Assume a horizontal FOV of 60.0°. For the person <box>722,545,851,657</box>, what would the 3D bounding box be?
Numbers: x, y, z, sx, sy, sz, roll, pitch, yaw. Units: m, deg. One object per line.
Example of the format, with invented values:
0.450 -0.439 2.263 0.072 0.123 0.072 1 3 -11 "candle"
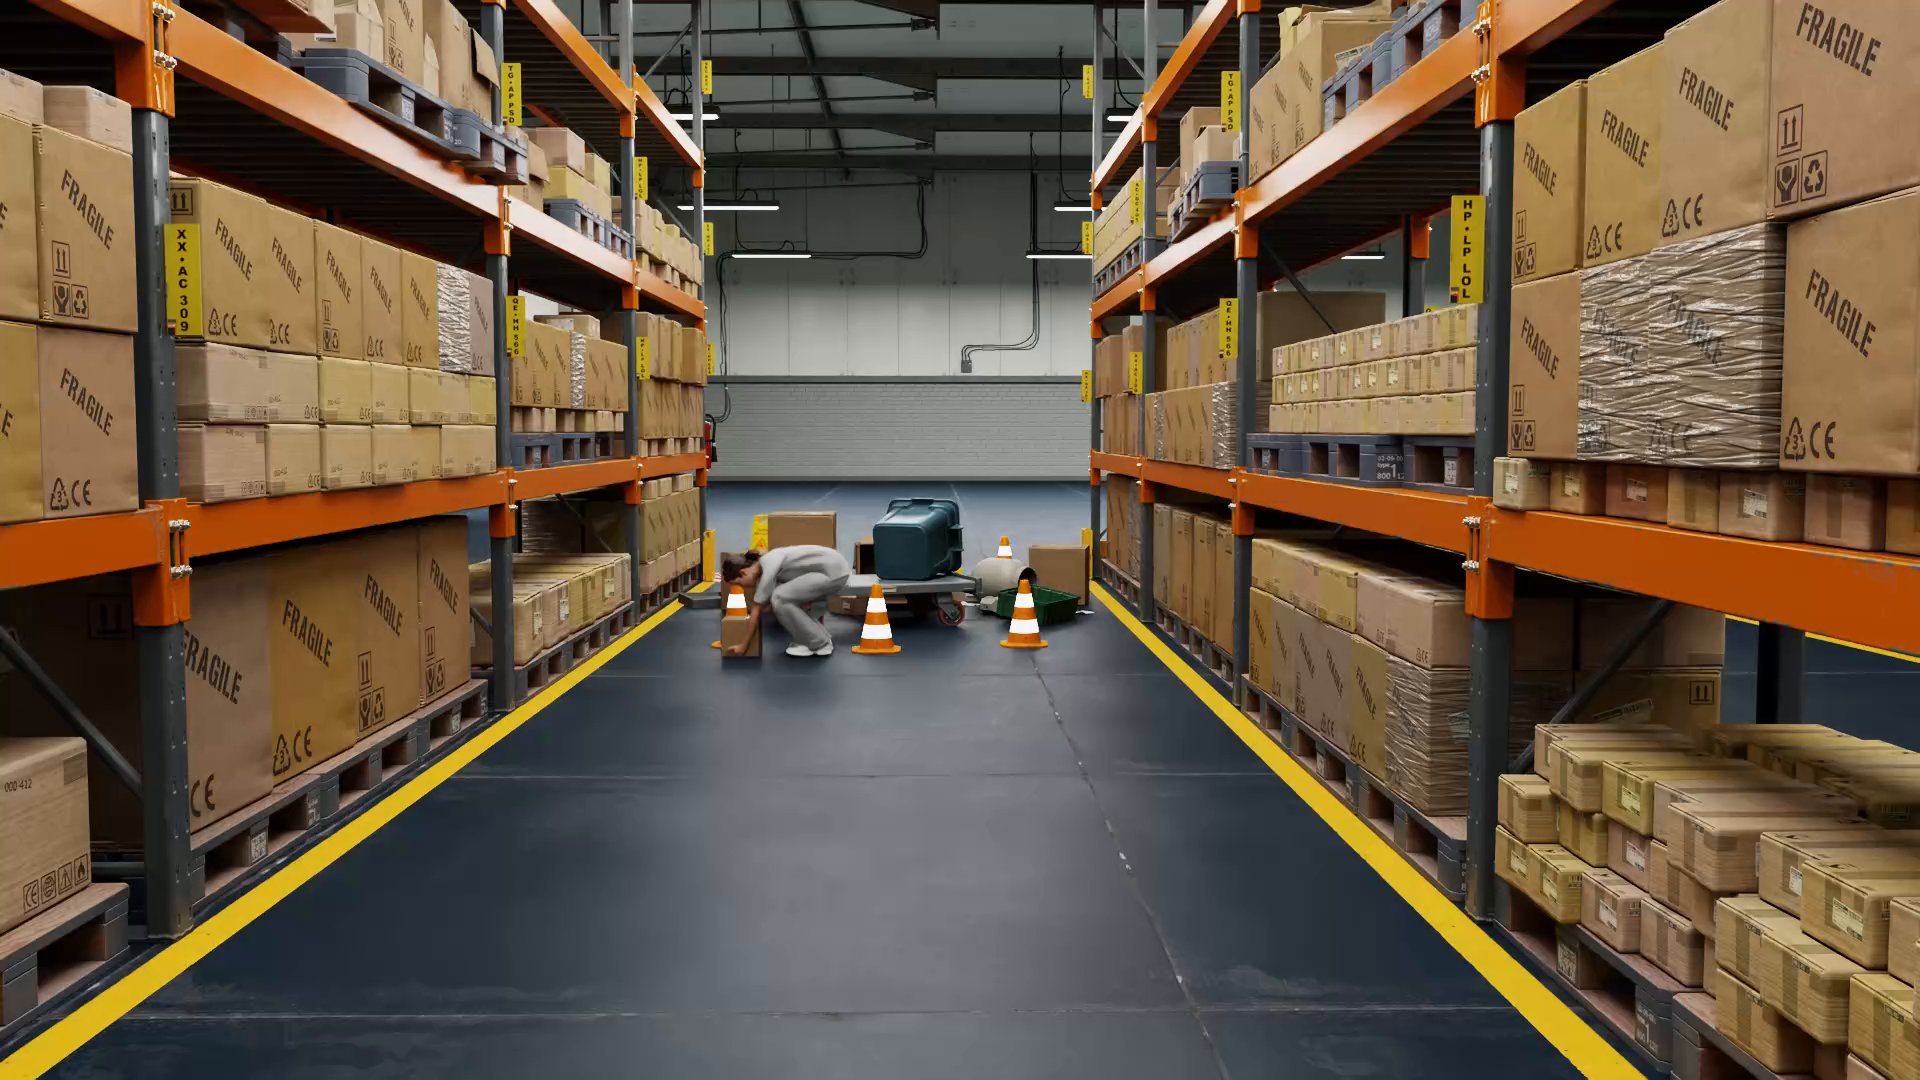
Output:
-1.178 0.422 11.323 0.867 0.768 0.462 0 4 -3 "person"
